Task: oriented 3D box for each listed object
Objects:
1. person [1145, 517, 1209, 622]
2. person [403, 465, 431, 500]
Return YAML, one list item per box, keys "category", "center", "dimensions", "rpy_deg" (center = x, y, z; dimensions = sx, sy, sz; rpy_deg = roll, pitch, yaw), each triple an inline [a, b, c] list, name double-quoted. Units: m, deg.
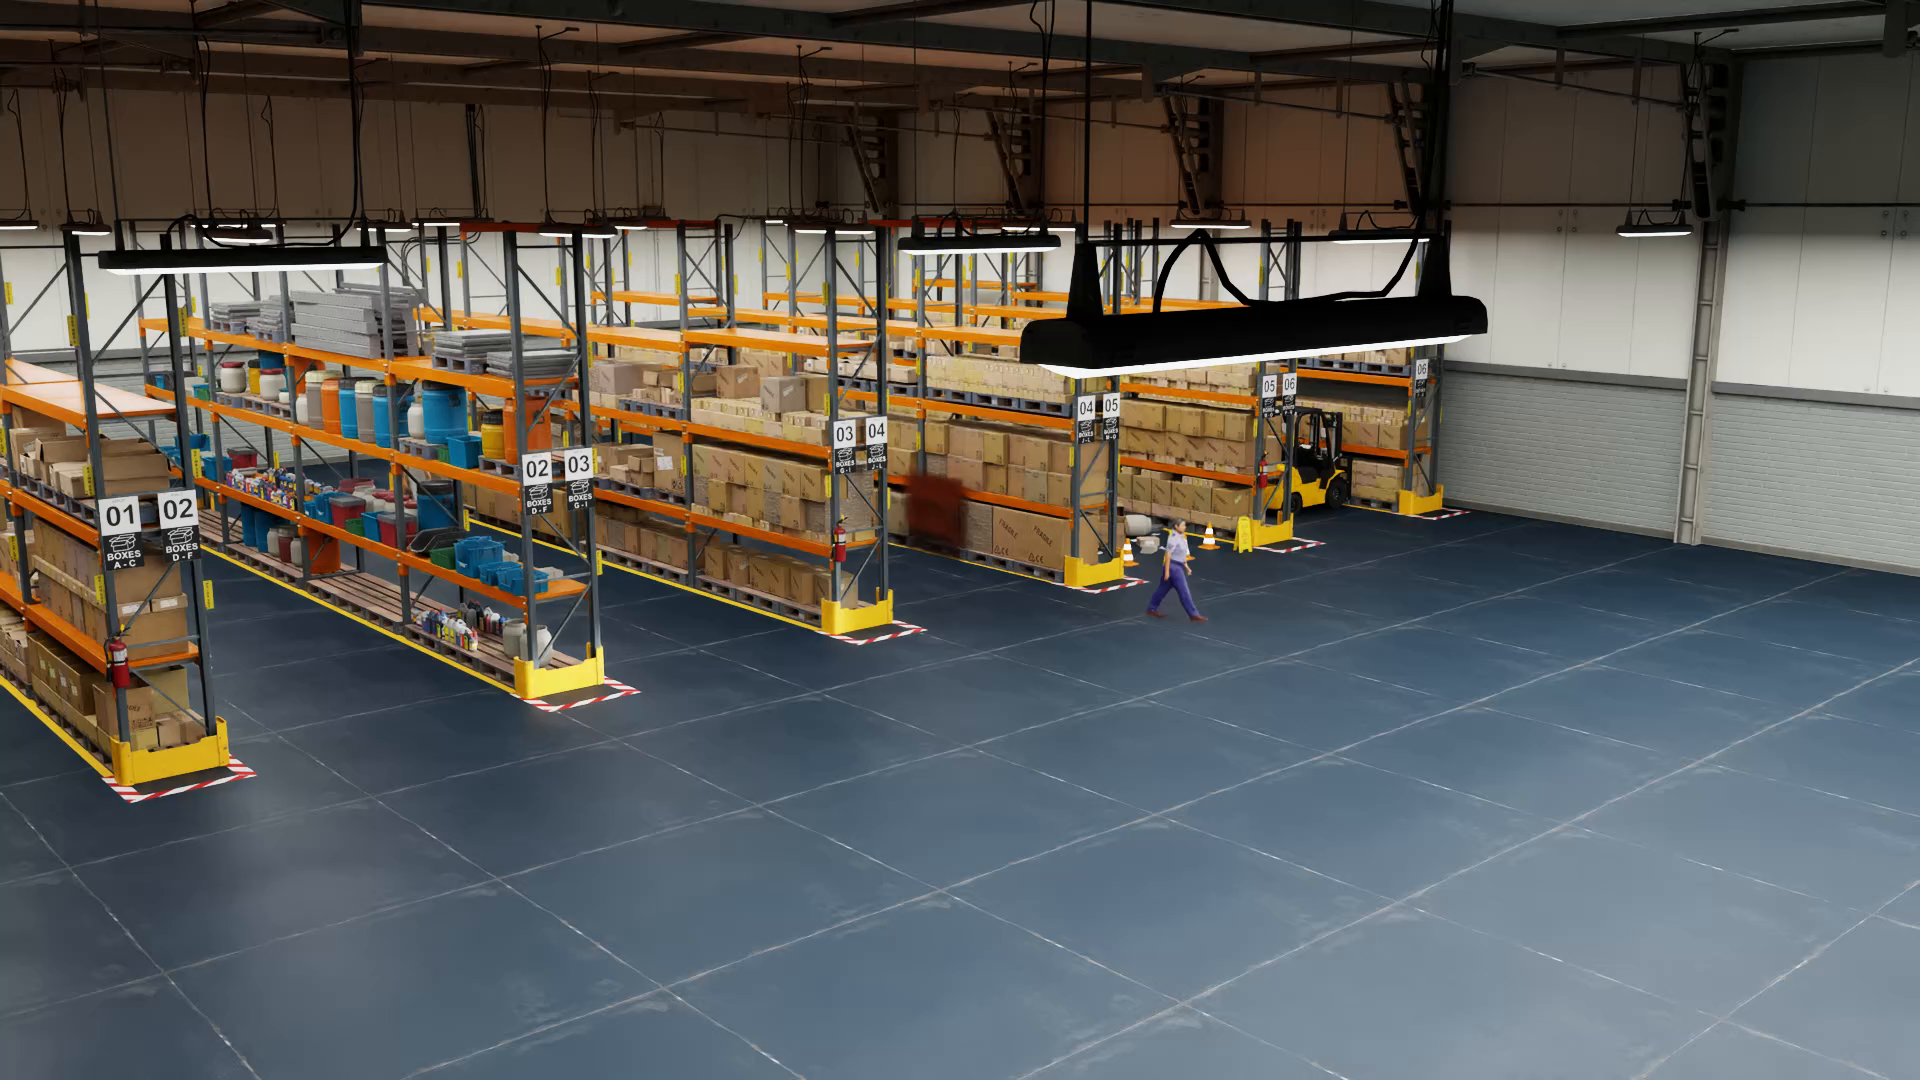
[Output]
- category: "person"
  center: [3.355, 0.447, 25.540]
  dimensions: [0.982, 1.578, 0.526]
  rpy_deg: [2, 12, 10]
- category: "person"
  center: [-10.945, -1.183, 33.557]
  dimensions: [0.524, 1.607, 1.064]
  rpy_deg: [-9, 14, -37]
